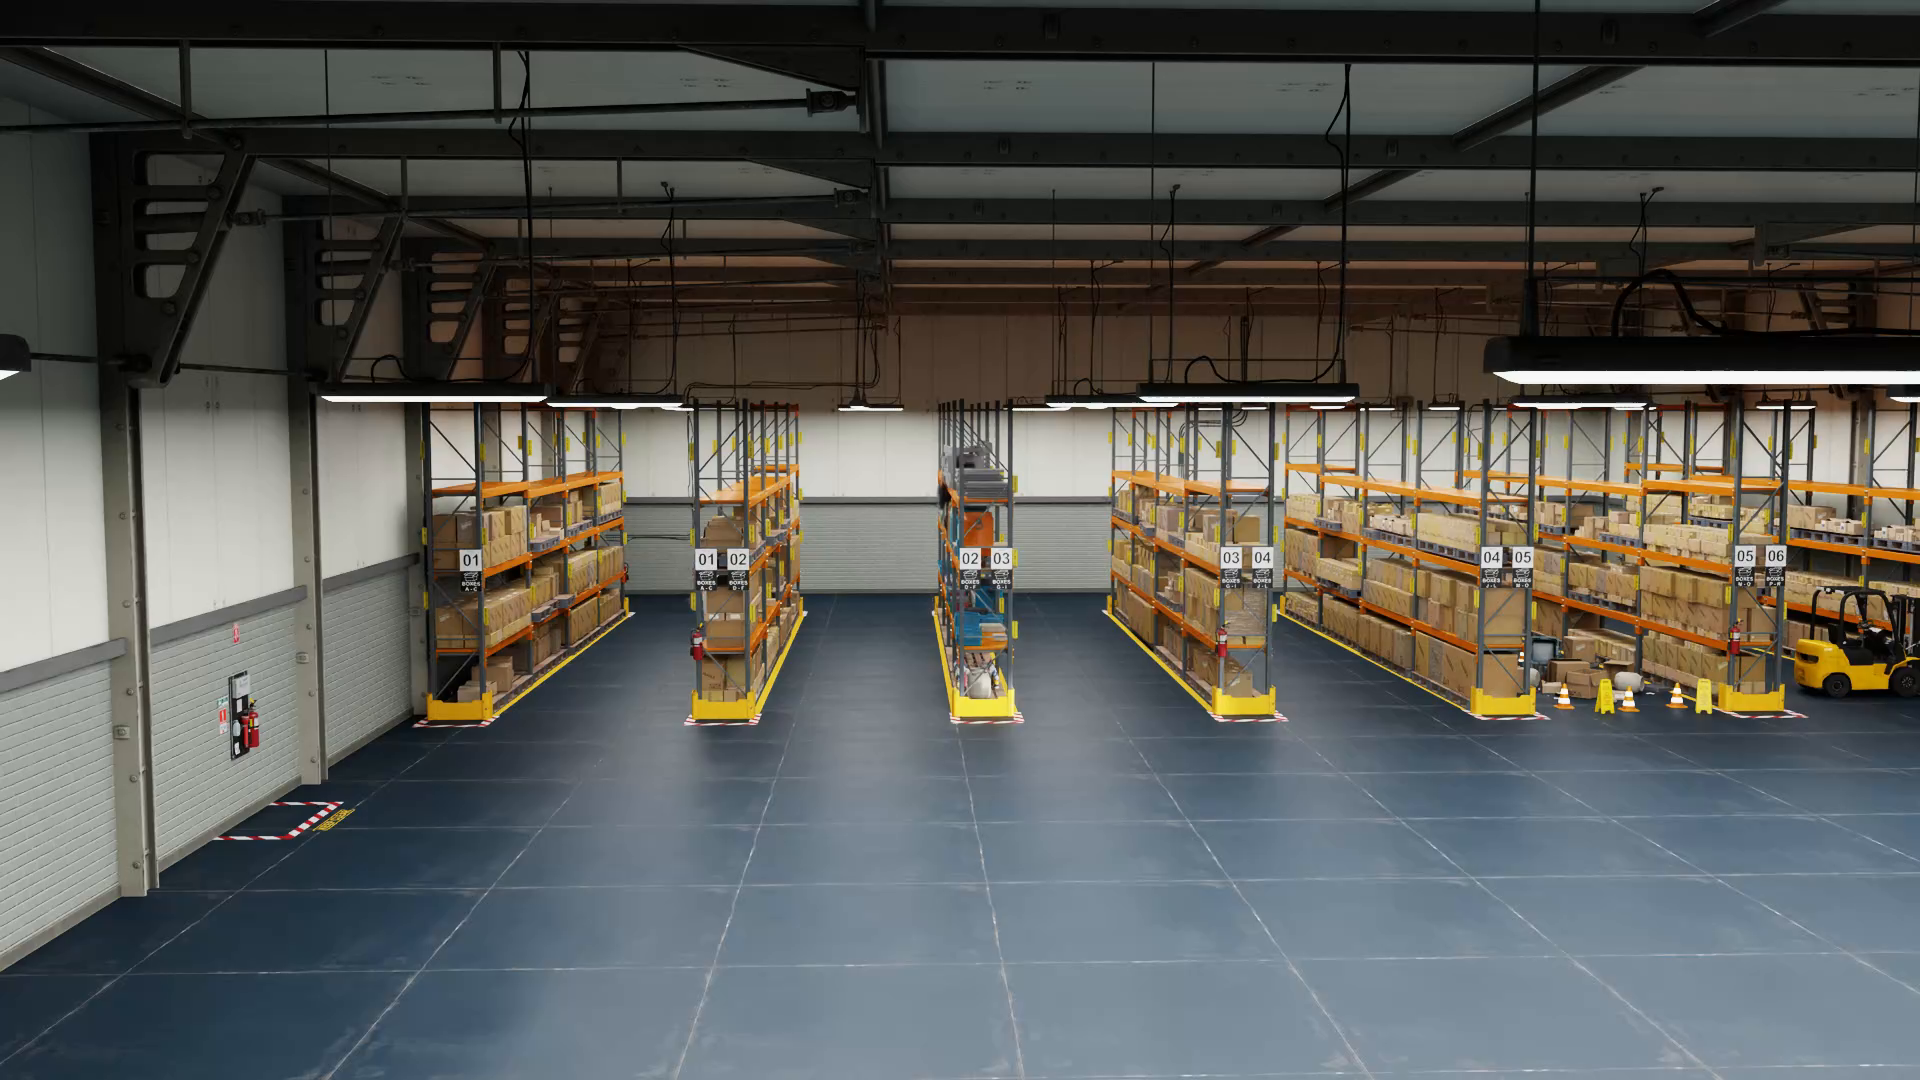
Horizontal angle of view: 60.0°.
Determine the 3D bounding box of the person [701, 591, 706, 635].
[{"bbox_3d":[-6.502,1.630,43.308,0.523,1.683,0.797,0,4,-6],"label":"person"}]
